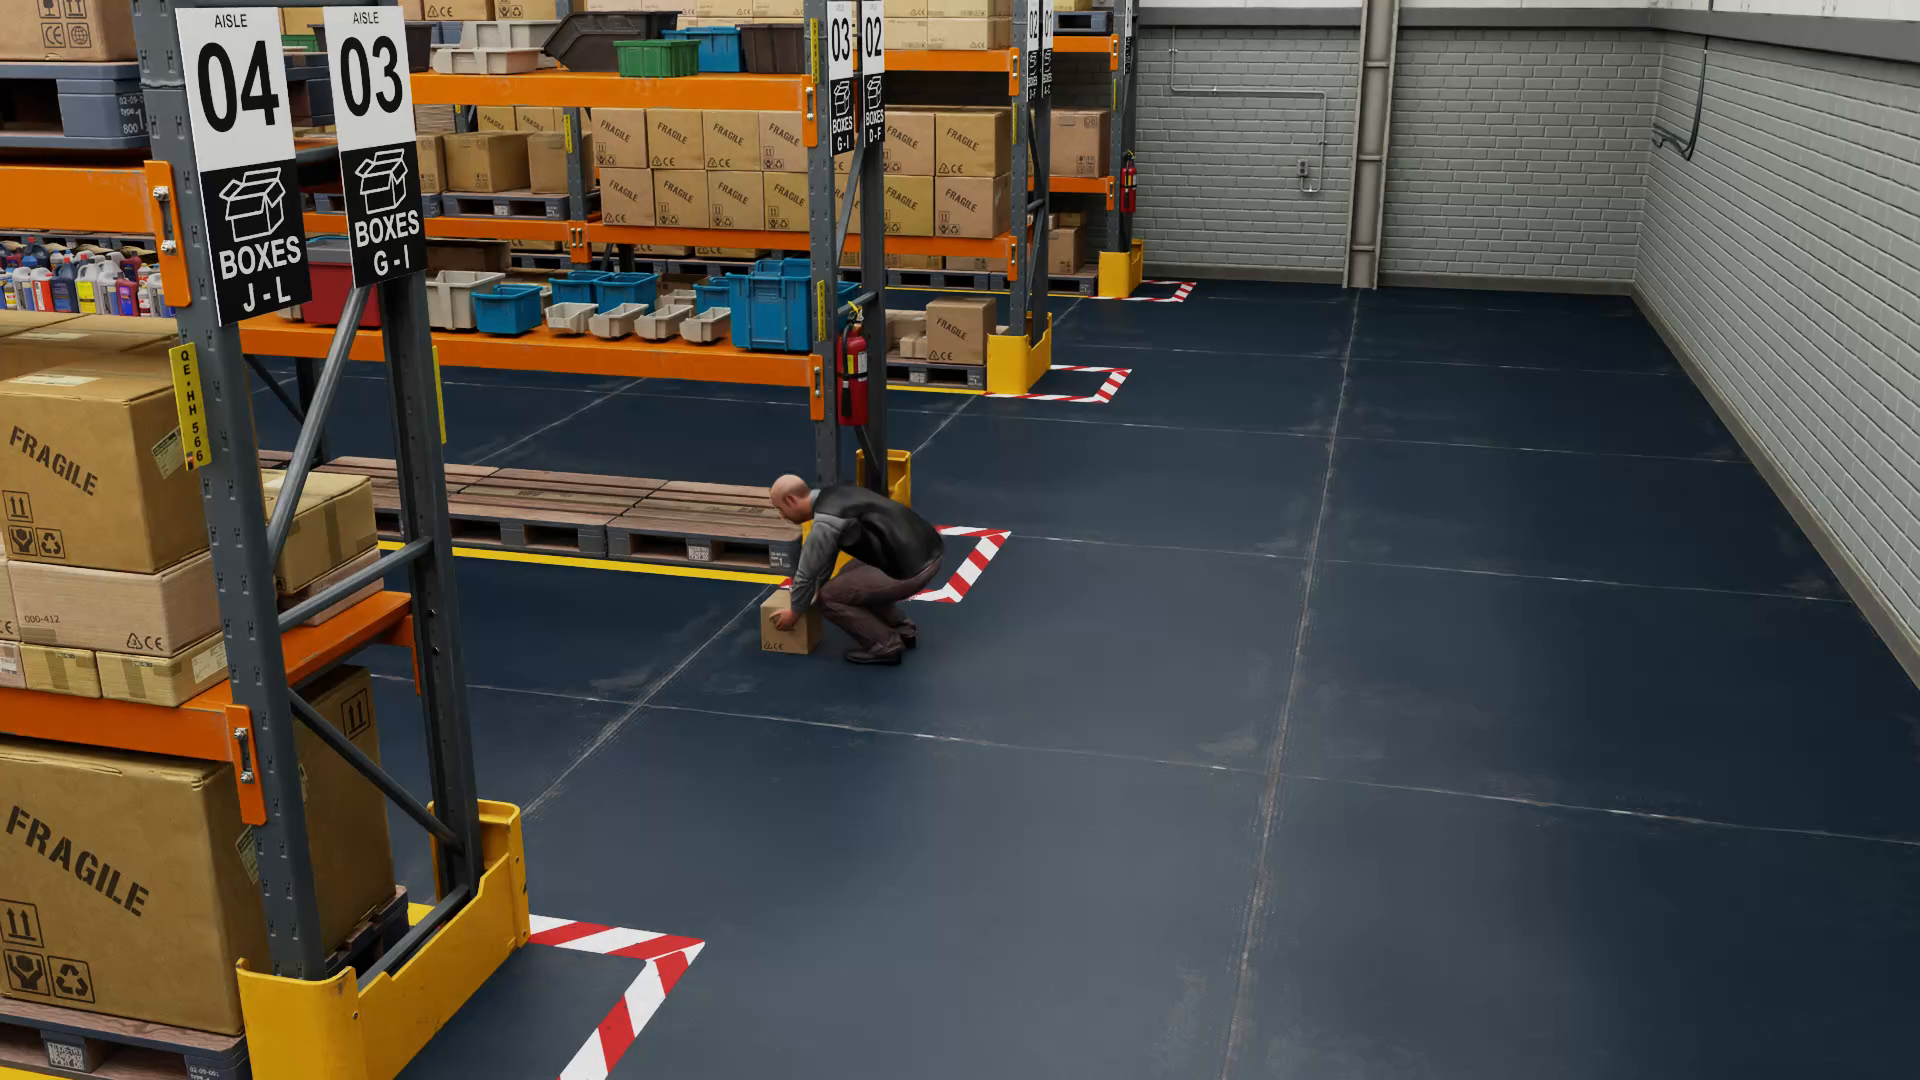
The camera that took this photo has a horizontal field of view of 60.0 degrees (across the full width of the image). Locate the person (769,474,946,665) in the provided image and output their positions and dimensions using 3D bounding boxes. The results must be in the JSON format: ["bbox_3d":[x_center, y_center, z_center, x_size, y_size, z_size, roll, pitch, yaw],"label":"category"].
[{"bbox_3d":[-0.526,0.135,8.445,0.869,0.942,0.544,4,19,13],"label":"person"}]
